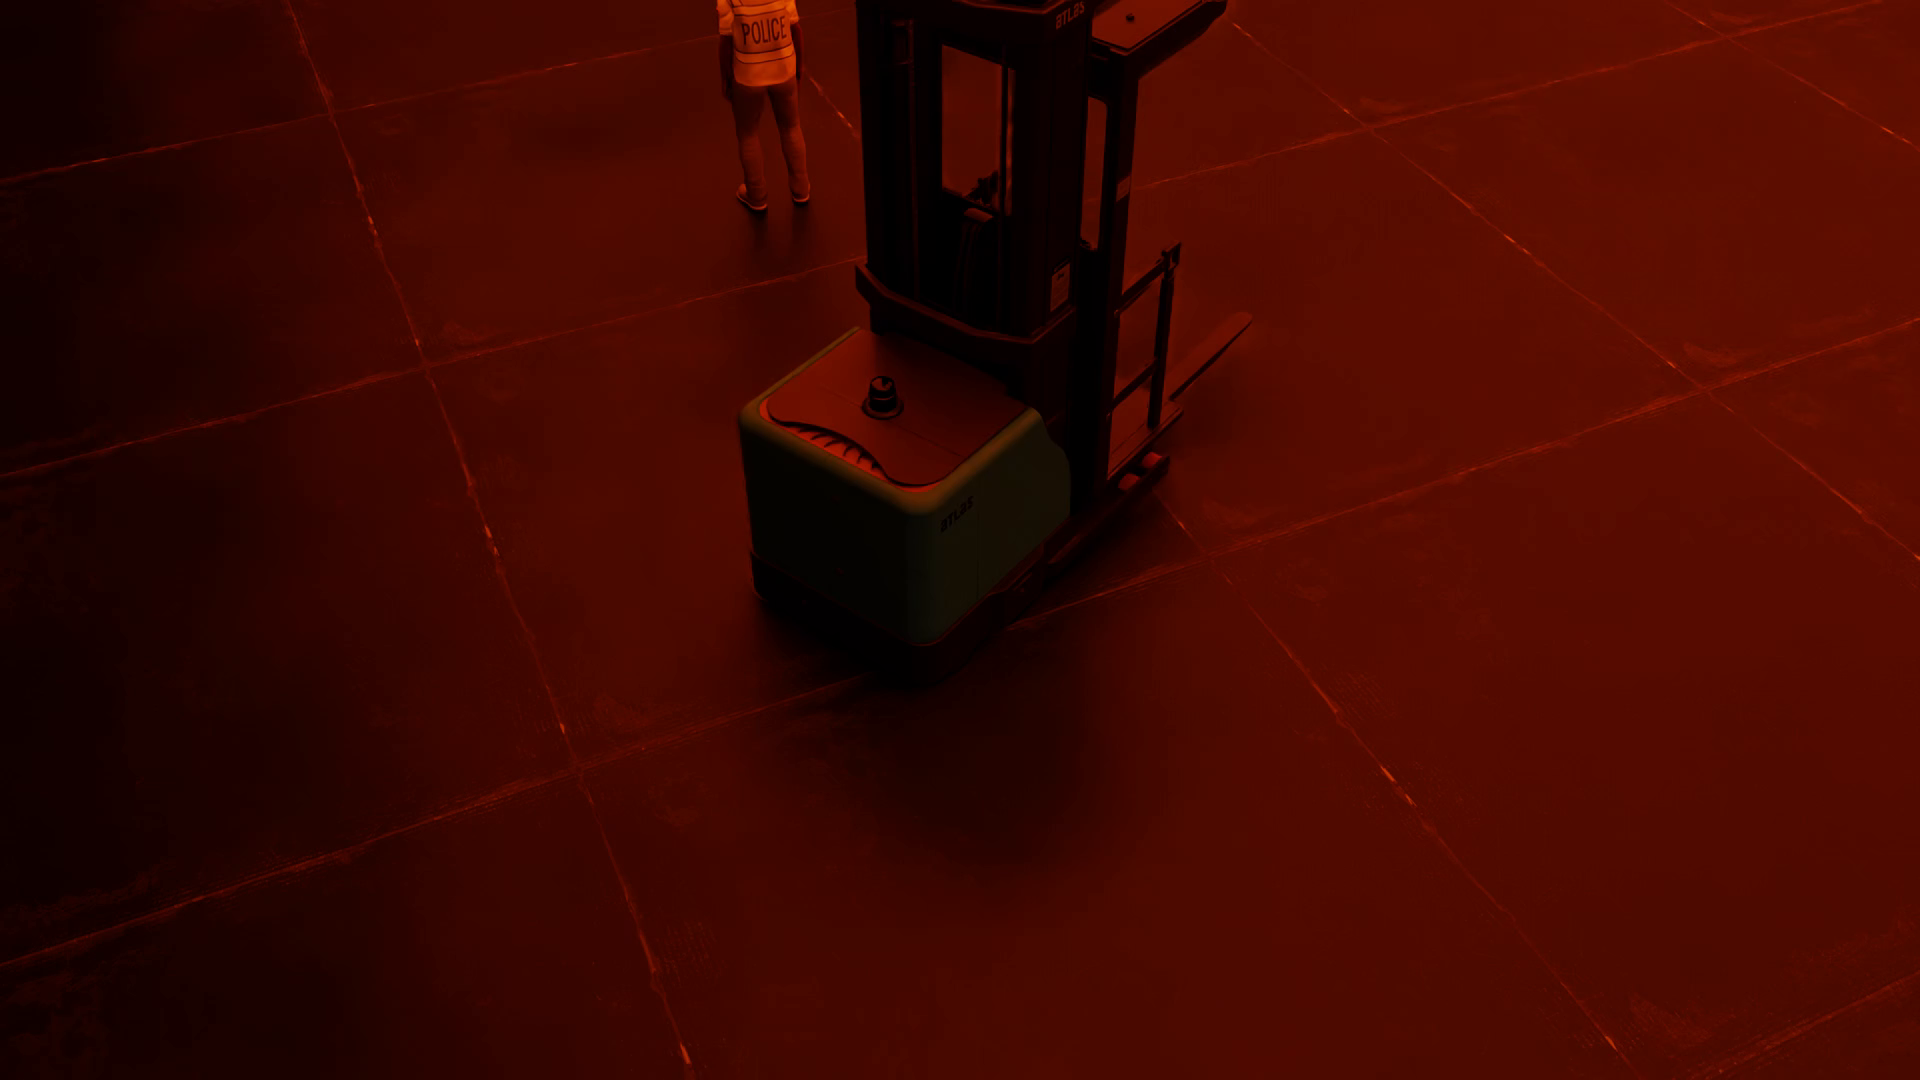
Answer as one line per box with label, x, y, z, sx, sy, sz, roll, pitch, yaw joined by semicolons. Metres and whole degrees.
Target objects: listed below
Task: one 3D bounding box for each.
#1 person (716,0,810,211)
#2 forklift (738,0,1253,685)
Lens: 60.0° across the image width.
person;-1.122;-2.654;9.461;0.505;1.657;0.394;-14;45;-15
forklift;0.363;-1.413;7.194;1.130;2.935;3.031;28;50;26
